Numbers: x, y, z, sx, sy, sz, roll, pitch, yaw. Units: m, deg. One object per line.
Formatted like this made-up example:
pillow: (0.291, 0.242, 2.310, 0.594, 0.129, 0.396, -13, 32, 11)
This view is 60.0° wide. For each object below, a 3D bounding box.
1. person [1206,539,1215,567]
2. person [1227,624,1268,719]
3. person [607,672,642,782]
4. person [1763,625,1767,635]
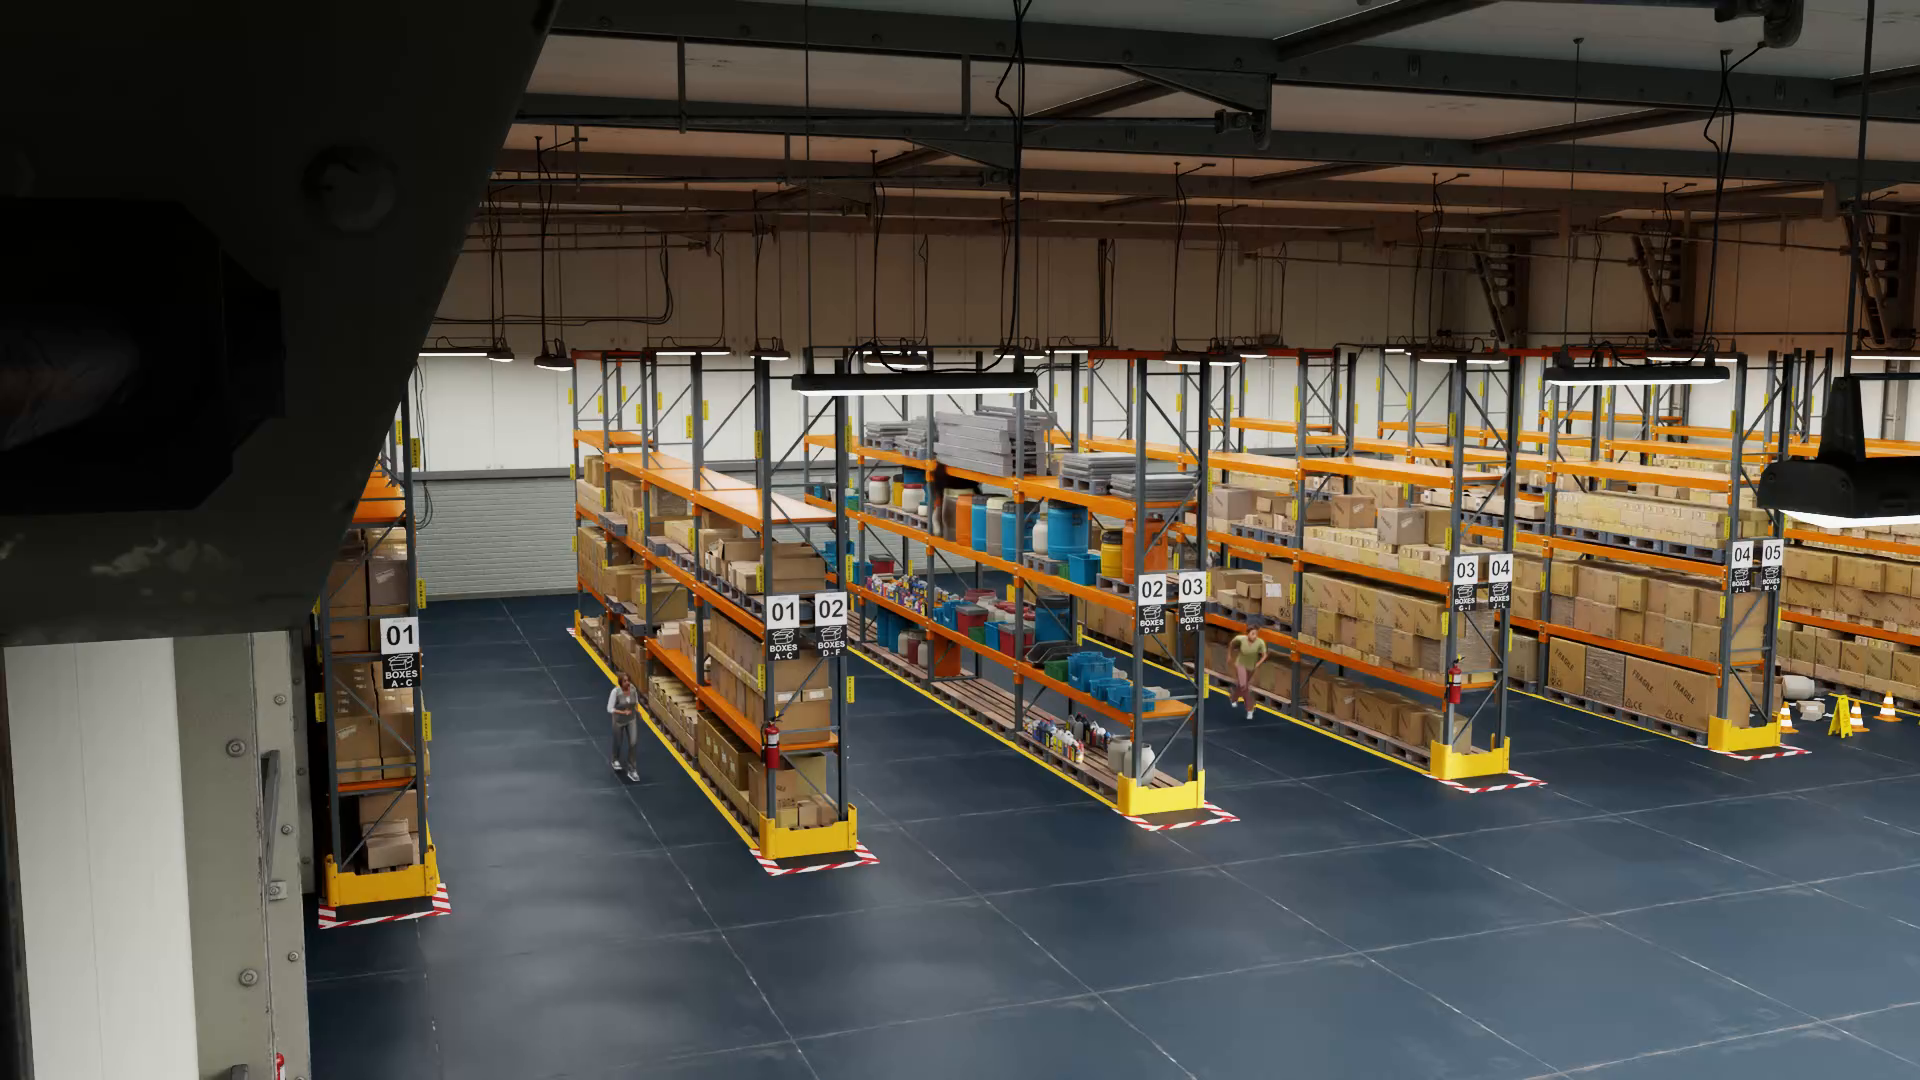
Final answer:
person: (5.544, 0.791, 37.870, 0.592, 1.741, 0.896, -1, 7, -12)
person: (4.602, 2.047, 26.812, 0.586, 1.519, 1.017, -1, 7, -5)
person: (-4.795, 2.613, 23.707, 0.533, 1.566, 0.905, -3, 8, -25)
person: (16.221, 1.442, 33.524, 0.637, 1.489, 0.795, -6, 9, -40)
